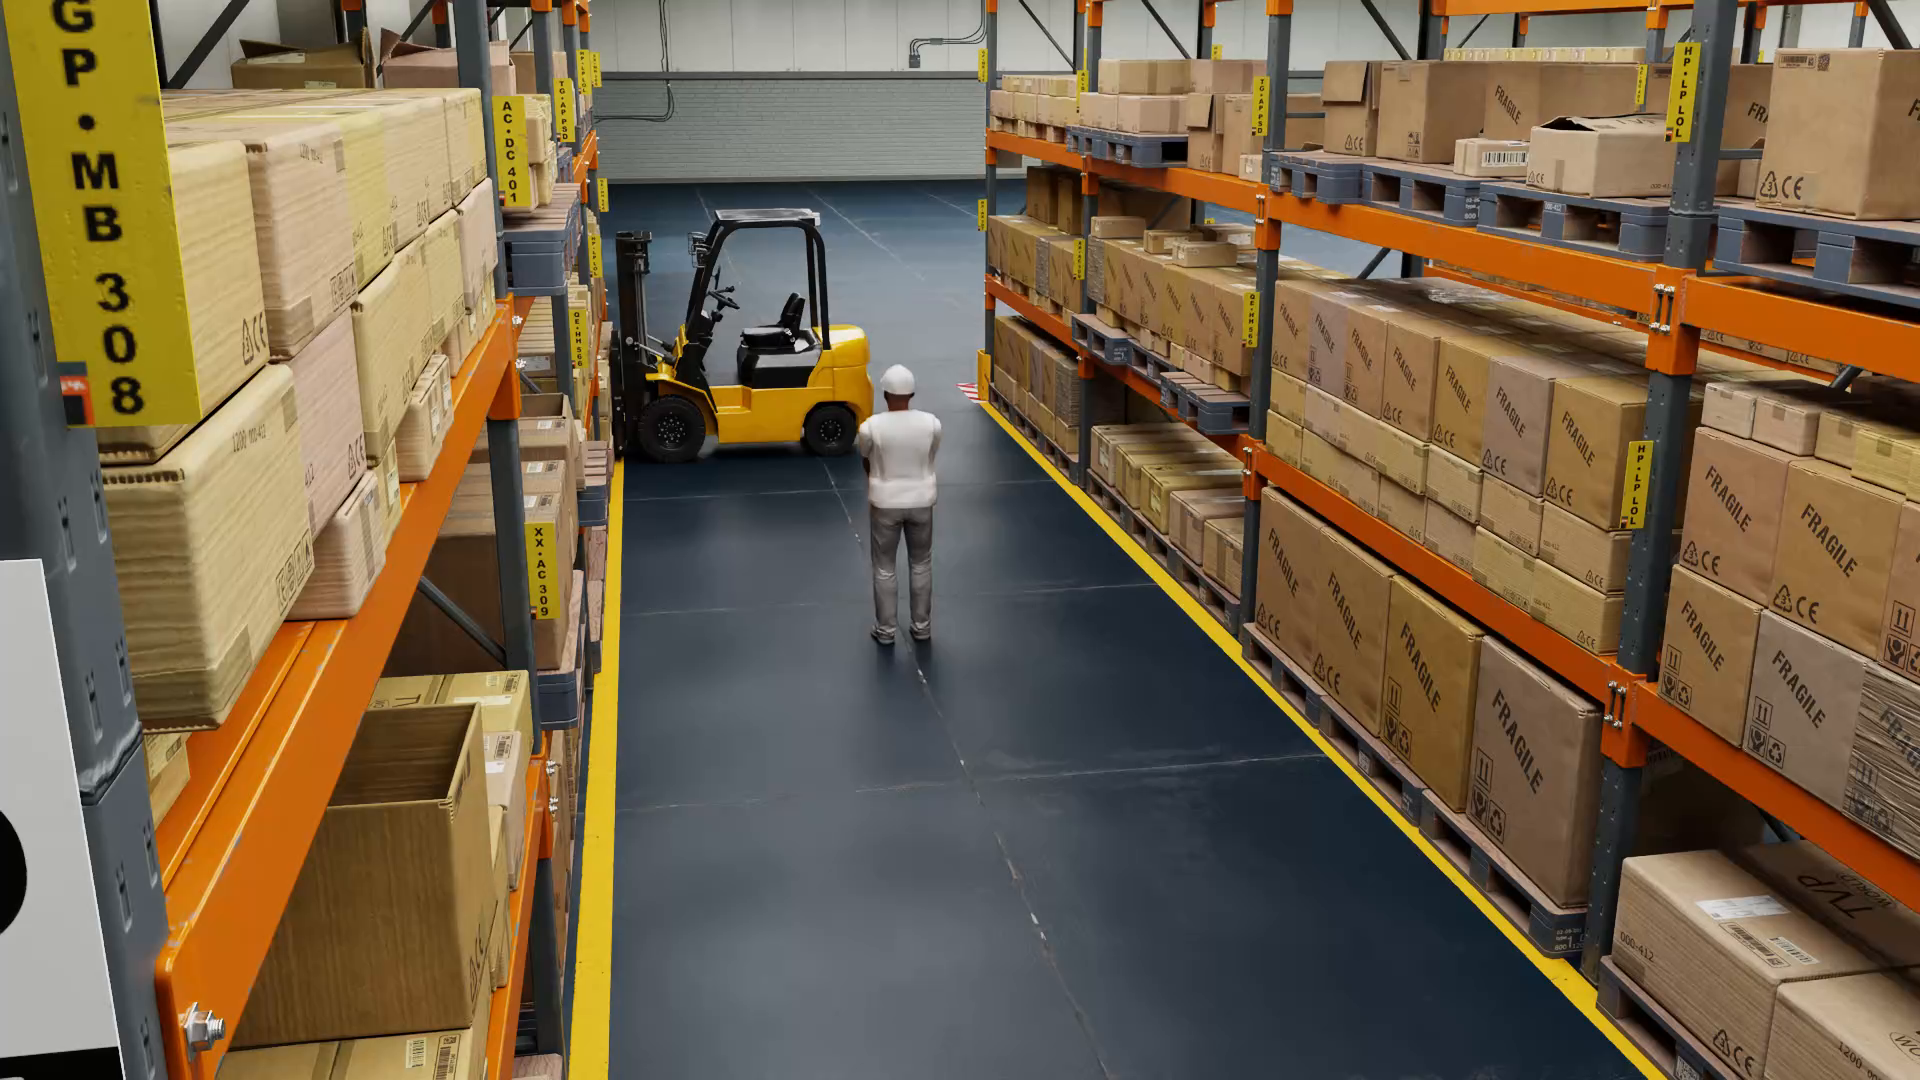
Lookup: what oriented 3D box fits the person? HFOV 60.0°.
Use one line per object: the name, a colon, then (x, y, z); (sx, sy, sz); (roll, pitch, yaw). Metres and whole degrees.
person: (-0.385, -0.245, 10.345); (0.503, 1.760, 0.586); (-3, 16, -9)
